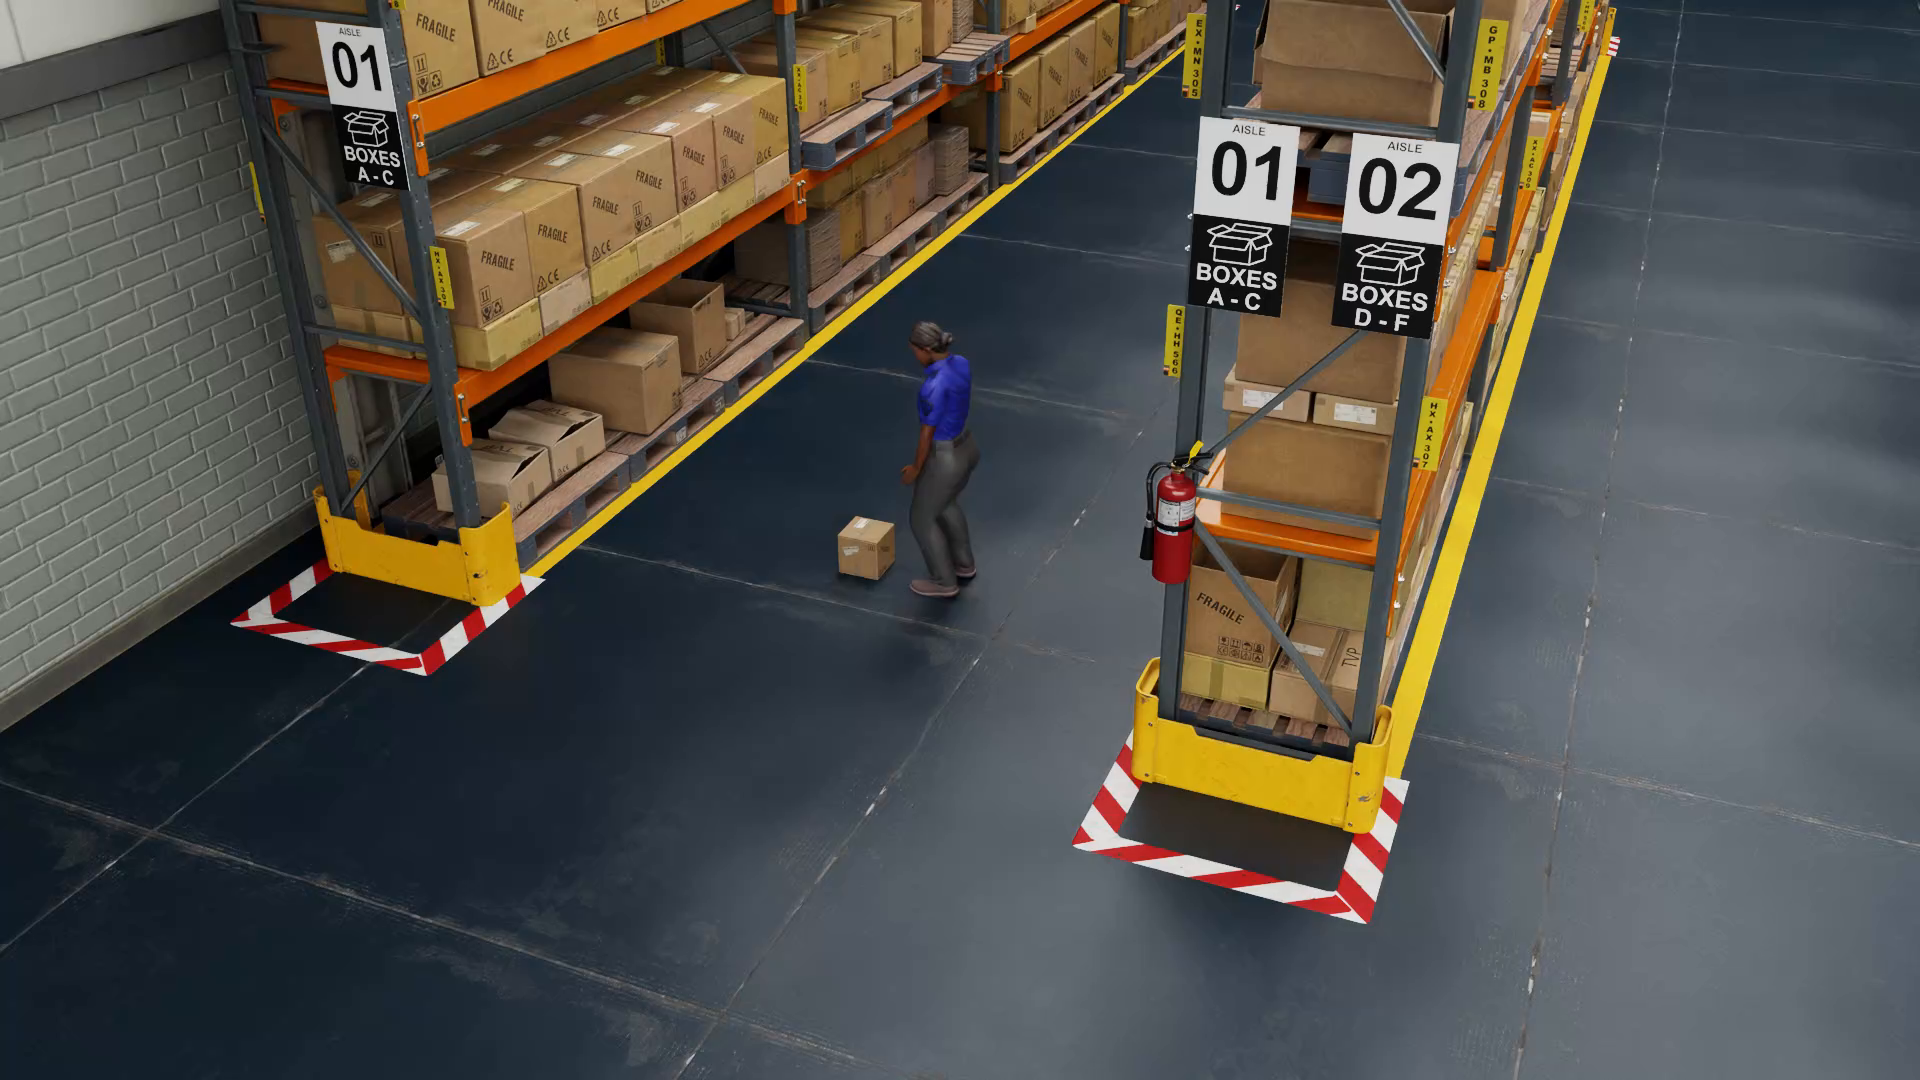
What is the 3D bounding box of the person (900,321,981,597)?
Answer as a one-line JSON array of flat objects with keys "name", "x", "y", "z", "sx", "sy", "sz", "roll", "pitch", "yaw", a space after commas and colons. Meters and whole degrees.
[{"name": "person", "x": -0.102, "y": -0.438, "z": 9.213, "sx": 0.361, "sy": 1.618, "sz": 0.453, "roll": 12, "pitch": 32, "yaw": 20}]
